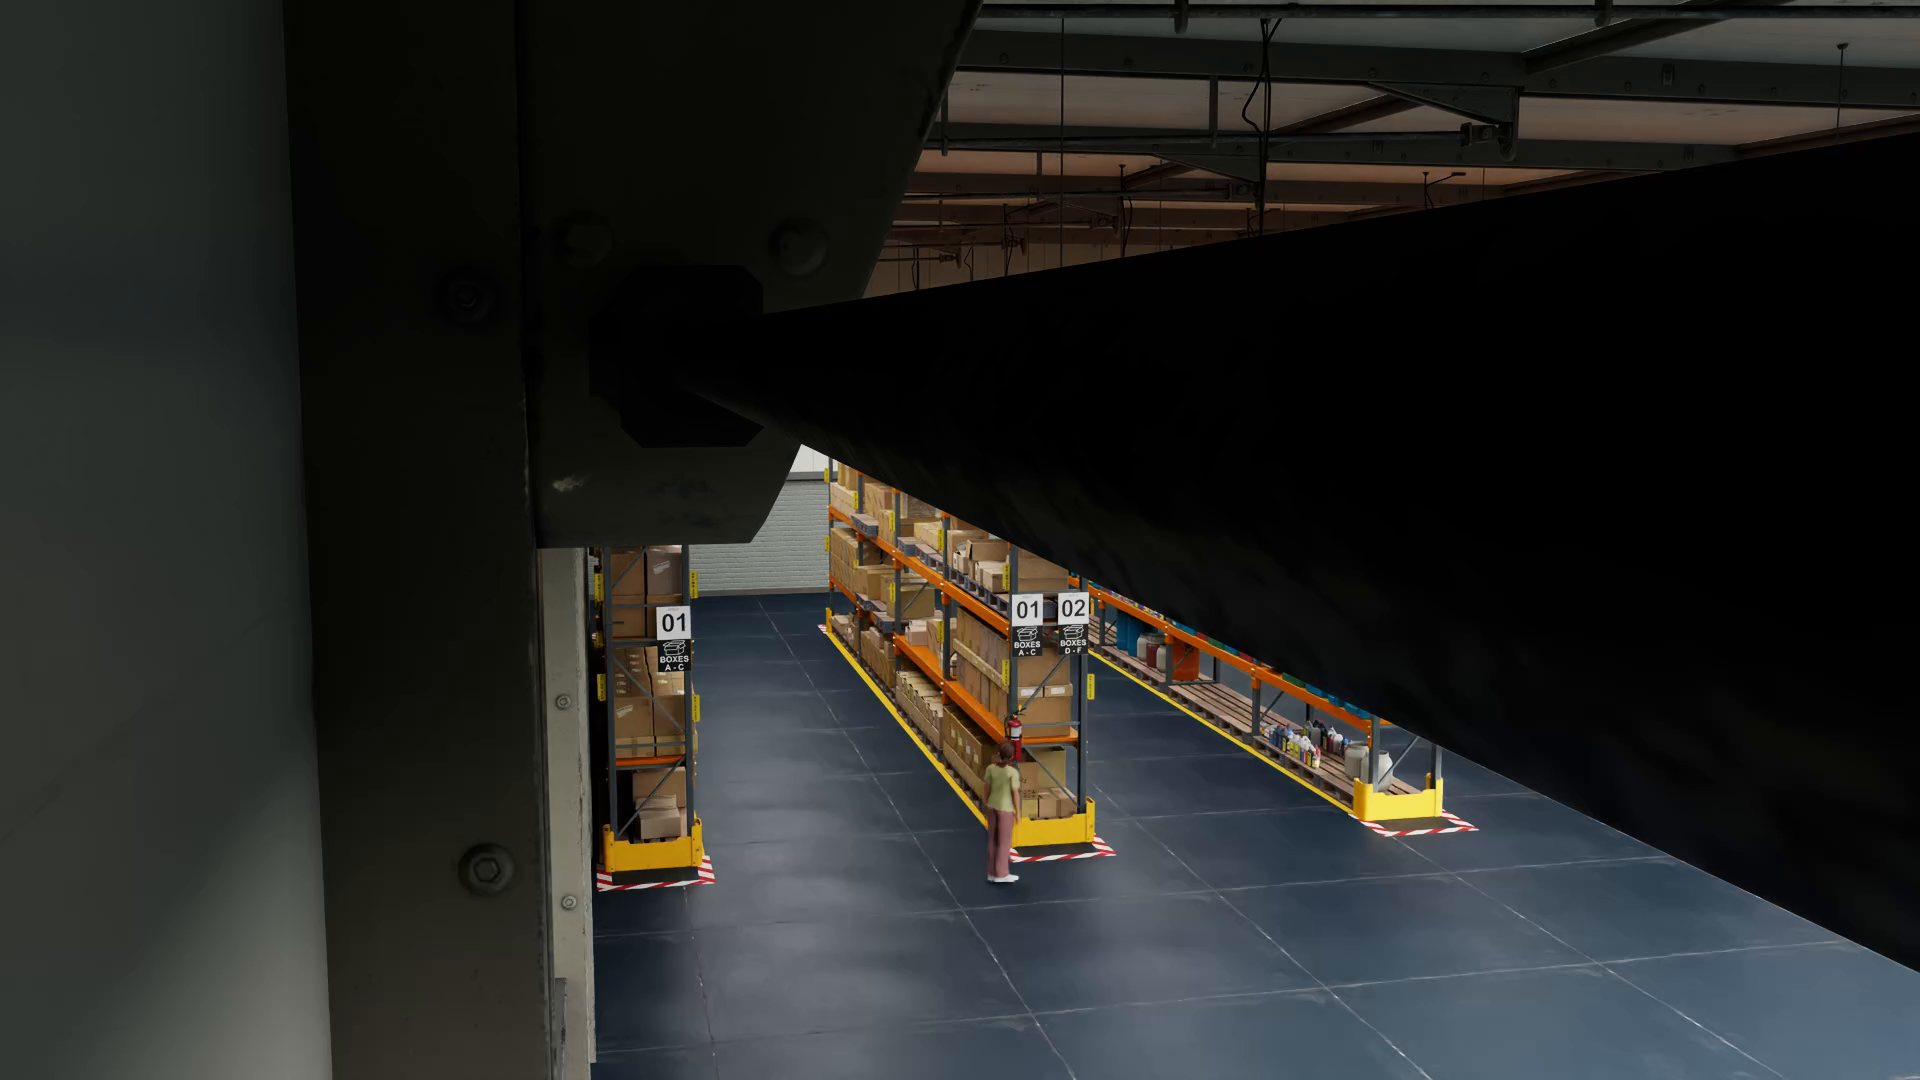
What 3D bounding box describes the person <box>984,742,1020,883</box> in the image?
[{"bbox_3d":[0.502,3.194,19.516,0.495,1.677,0.325,6,9,40],"label":"person"}]
